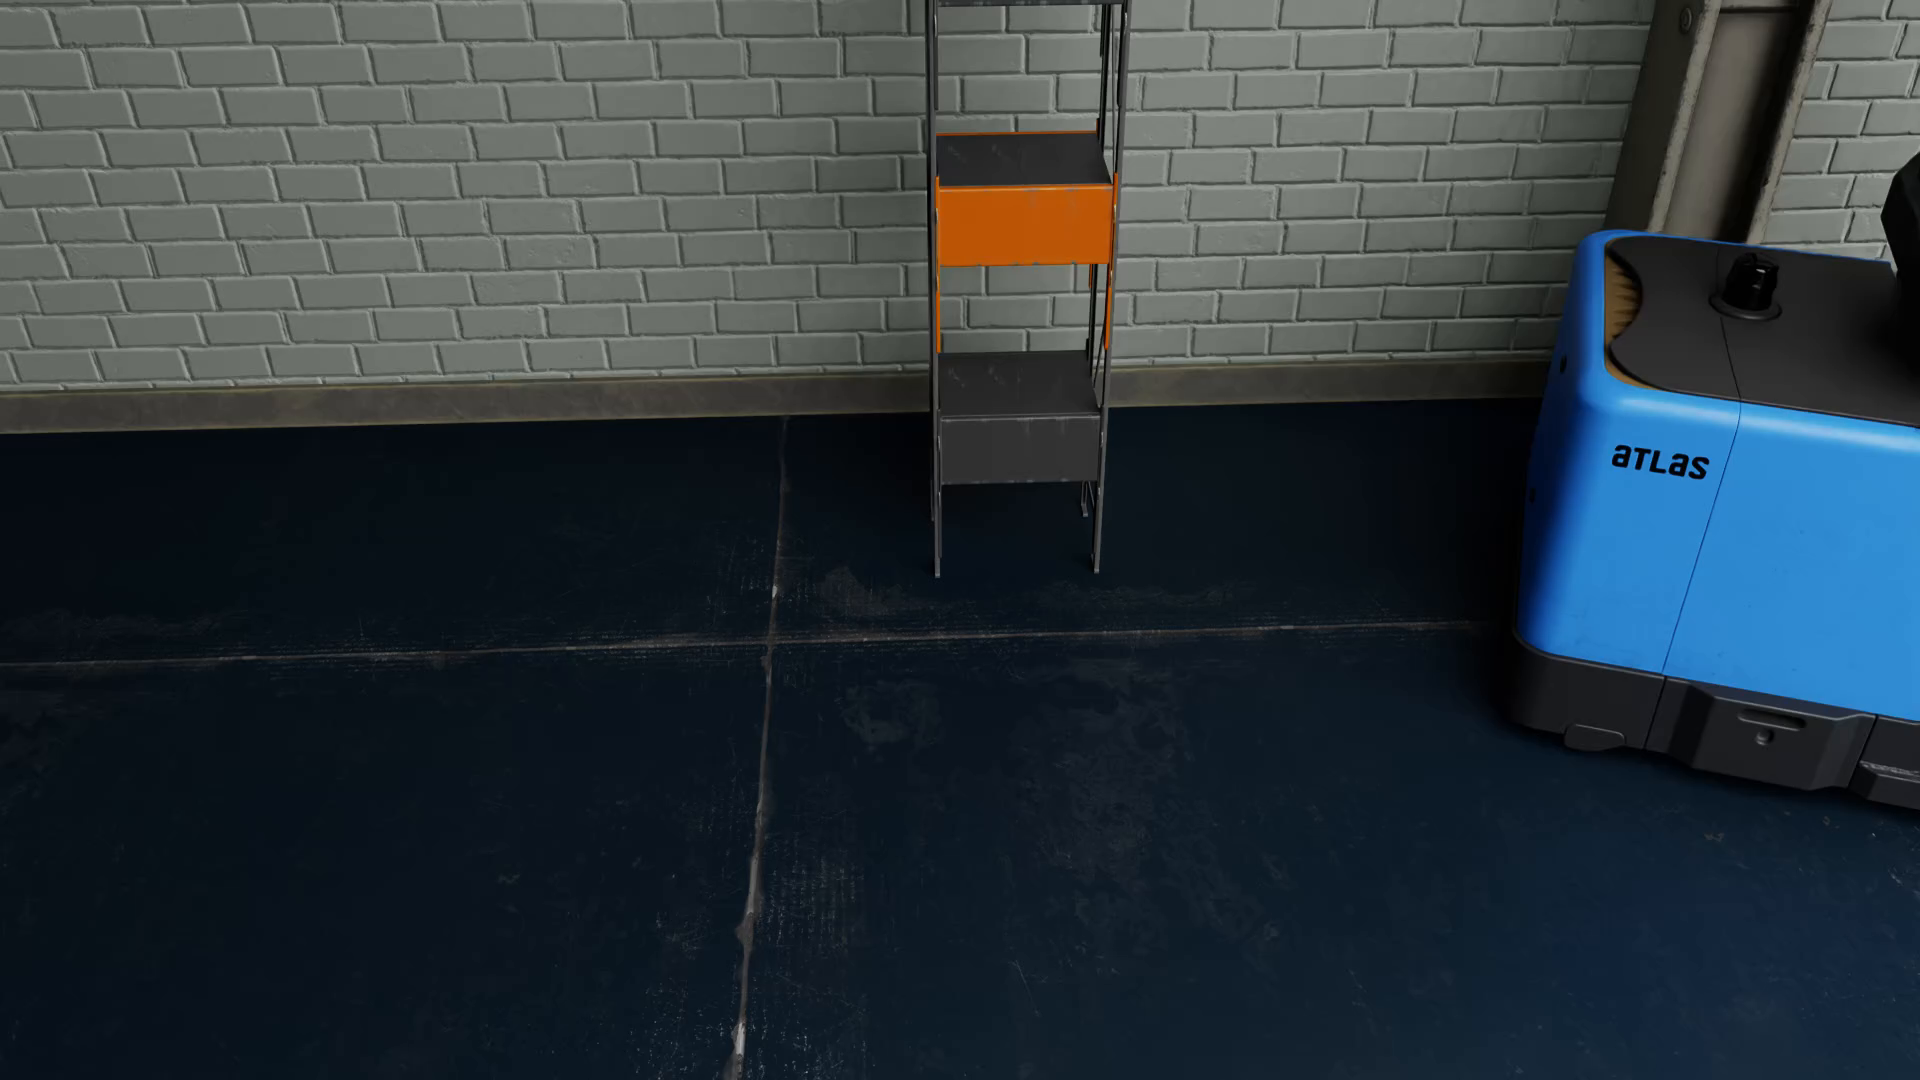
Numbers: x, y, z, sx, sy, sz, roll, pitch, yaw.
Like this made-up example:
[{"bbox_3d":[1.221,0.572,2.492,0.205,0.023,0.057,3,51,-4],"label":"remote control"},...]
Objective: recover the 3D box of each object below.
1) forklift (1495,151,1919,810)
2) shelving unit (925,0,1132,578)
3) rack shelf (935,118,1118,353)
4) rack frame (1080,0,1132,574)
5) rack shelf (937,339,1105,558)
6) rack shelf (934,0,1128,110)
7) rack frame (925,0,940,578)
[{"bbox_3d":[3.022,-0.688,3.668,3.031,2.935,1.130,10,36,14],"label":"forklift"},{"bbox_3d":[0.165,-0.868,4.659,0.503,2.100,0.431,-2,35,-2],"label":"shelving unit"},{"bbox_3d":[0.165,-0.857,4.667,0.480,0.518,0.431,-2,35,-2],"label":"rack shelf"},{"bbox_3d":[0.409,-0.874,4.668,0.015,2.100,0.400,-2,35,-2],"label":"rack frame"},{"bbox_3d":[0.165,-0.281,5.065,0.480,0.518,0.431,-2,35,-2],"label":"rack shelf"},{"bbox_3d":[0.165,-1.432,4.268,0.480,0.518,0.431,-2,35,-2],"label":"rack shelf"},{"bbox_3d":[-0.078,-0.861,4.649,0.015,2.100,0.400,-2,35,-2],"label":"rack frame"}]
